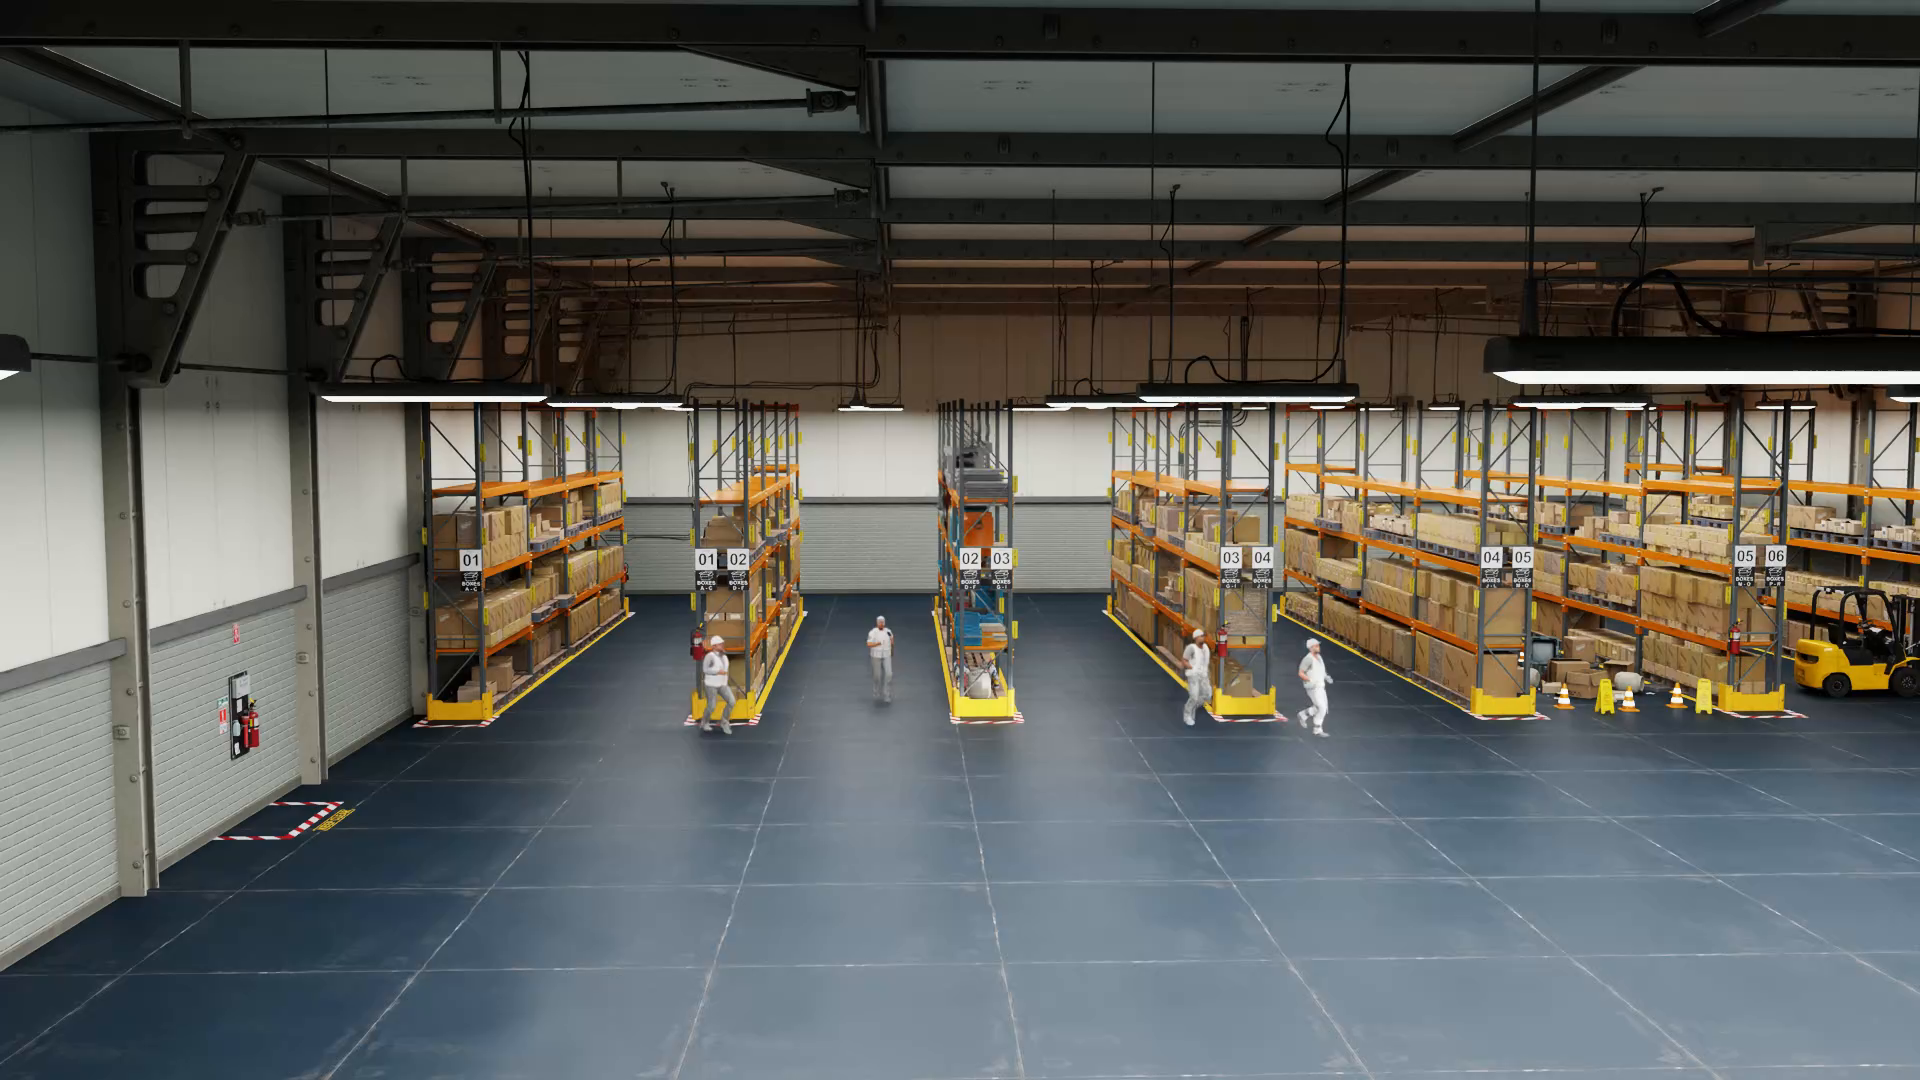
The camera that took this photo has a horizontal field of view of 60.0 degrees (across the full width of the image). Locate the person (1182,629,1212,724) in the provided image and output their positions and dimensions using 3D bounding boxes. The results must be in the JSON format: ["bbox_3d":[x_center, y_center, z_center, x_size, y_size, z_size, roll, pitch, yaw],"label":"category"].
[{"bbox_3d":[4.427,2.524,30.751,0.695,1.742,0.547,-3,5,-34],"label":"person"}]

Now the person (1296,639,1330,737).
[{"bbox_3d":[6.250,2.614,29.498,0.687,1.741,0.658,4,6,39],"label":"person"}]

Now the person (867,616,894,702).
[{"bbox_3d":[-1.572,2.384,33.214,0.584,1.715,0.701,-1,4,-12],"label":"person"}]

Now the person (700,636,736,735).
[{"bbox_3d":[-4.349,2.595,29.725,0.775,1.785,0.680,4,6,40],"label":"person"}]
